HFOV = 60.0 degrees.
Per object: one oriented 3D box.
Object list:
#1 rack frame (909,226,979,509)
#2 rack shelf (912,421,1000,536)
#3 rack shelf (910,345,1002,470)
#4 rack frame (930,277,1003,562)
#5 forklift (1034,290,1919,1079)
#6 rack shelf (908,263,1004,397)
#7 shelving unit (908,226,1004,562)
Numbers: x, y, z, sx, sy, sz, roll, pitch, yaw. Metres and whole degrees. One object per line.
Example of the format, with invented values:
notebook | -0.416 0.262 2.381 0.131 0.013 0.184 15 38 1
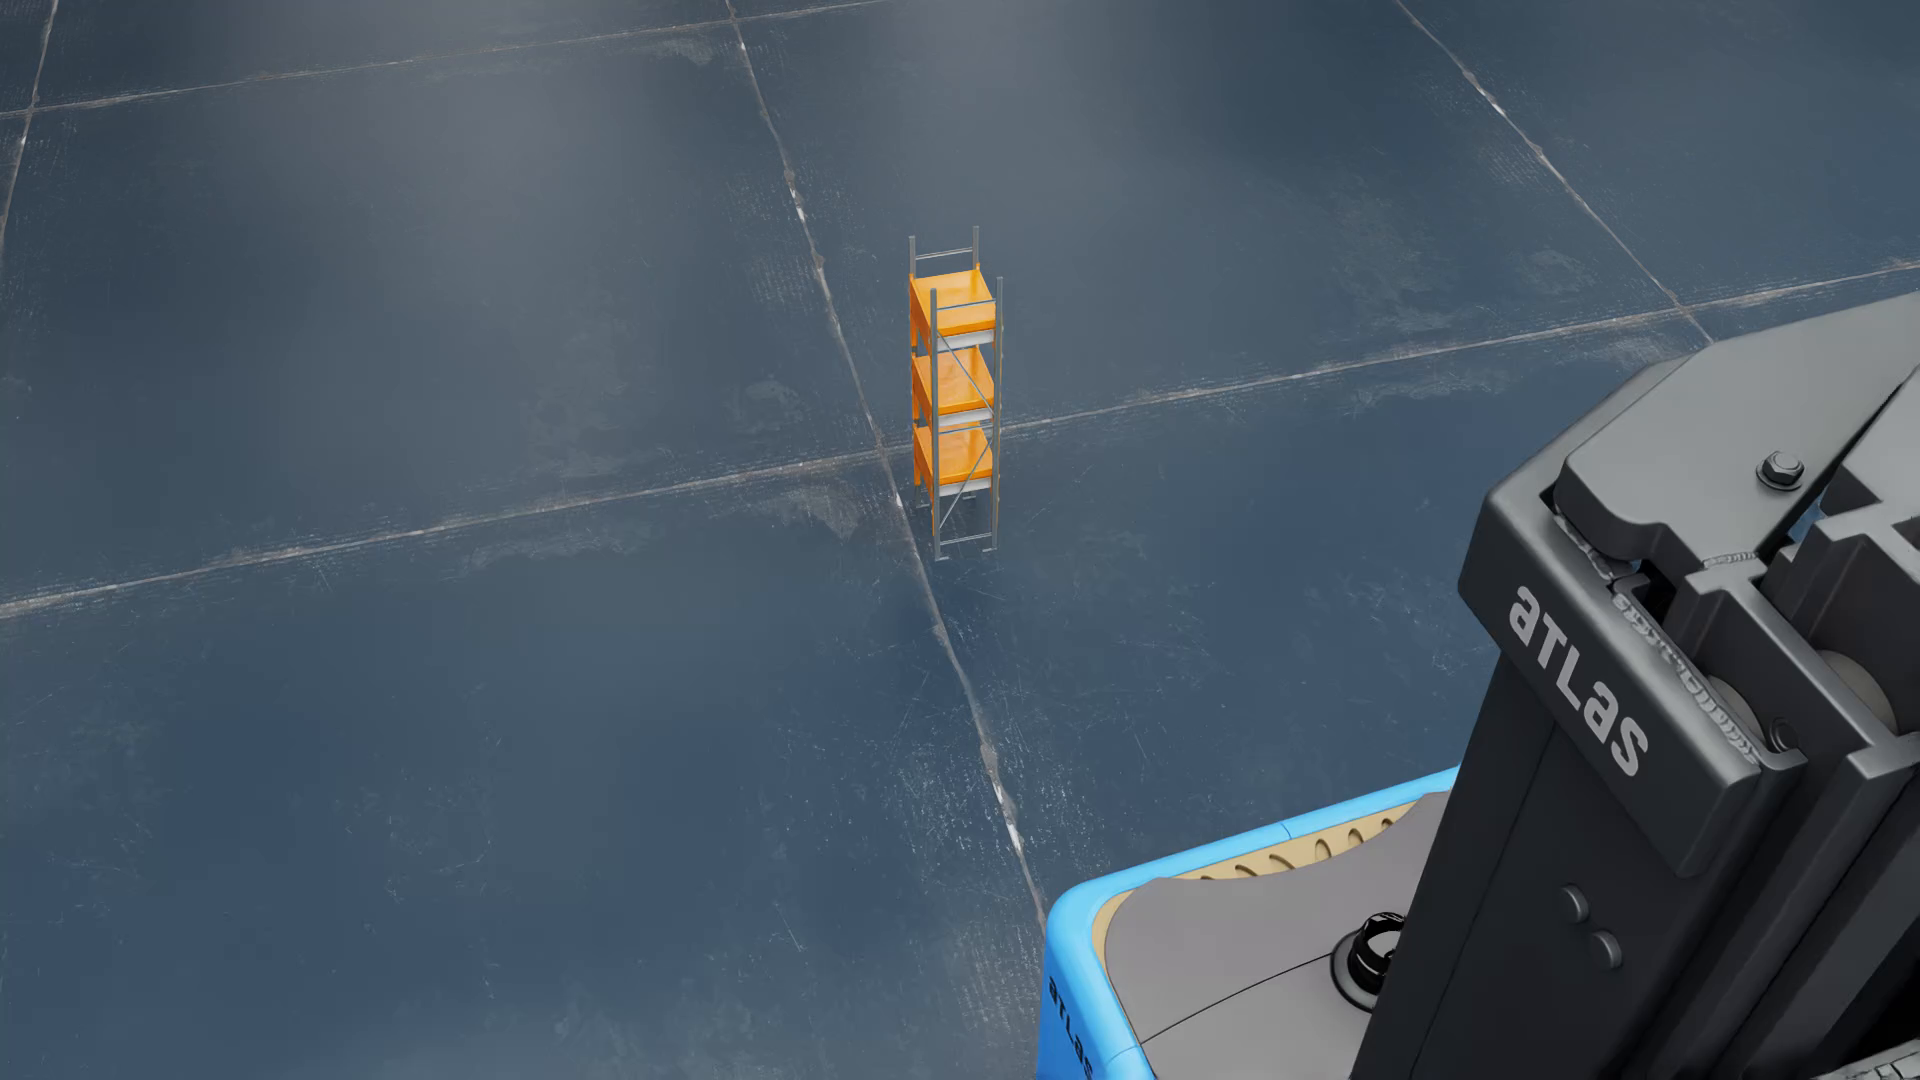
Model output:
rack frame | -0.045 -0.489 4.994 0.200 1.050 0.008 -11 47 -10
rack shelf | -0.014 -0.202 5.117 0.215 0.259 0.240 -11 47 -10
rack shelf | -0.014 -0.397 4.919 0.215 0.259 0.240 -11 47 -10
rack frame | 0.018 -0.320 4.829 0.200 1.050 0.008 -11 47 -10
forklift | 1.116 1.266 1.957 1.130 2.935 3.031 -14 47 -14
rack shelf | -0.014 -0.596 4.716 0.215 0.259 0.240 -11 47 -10
shelving unit | -0.014 -0.404 4.911 0.215 1.050 0.252 -11 47 -10
